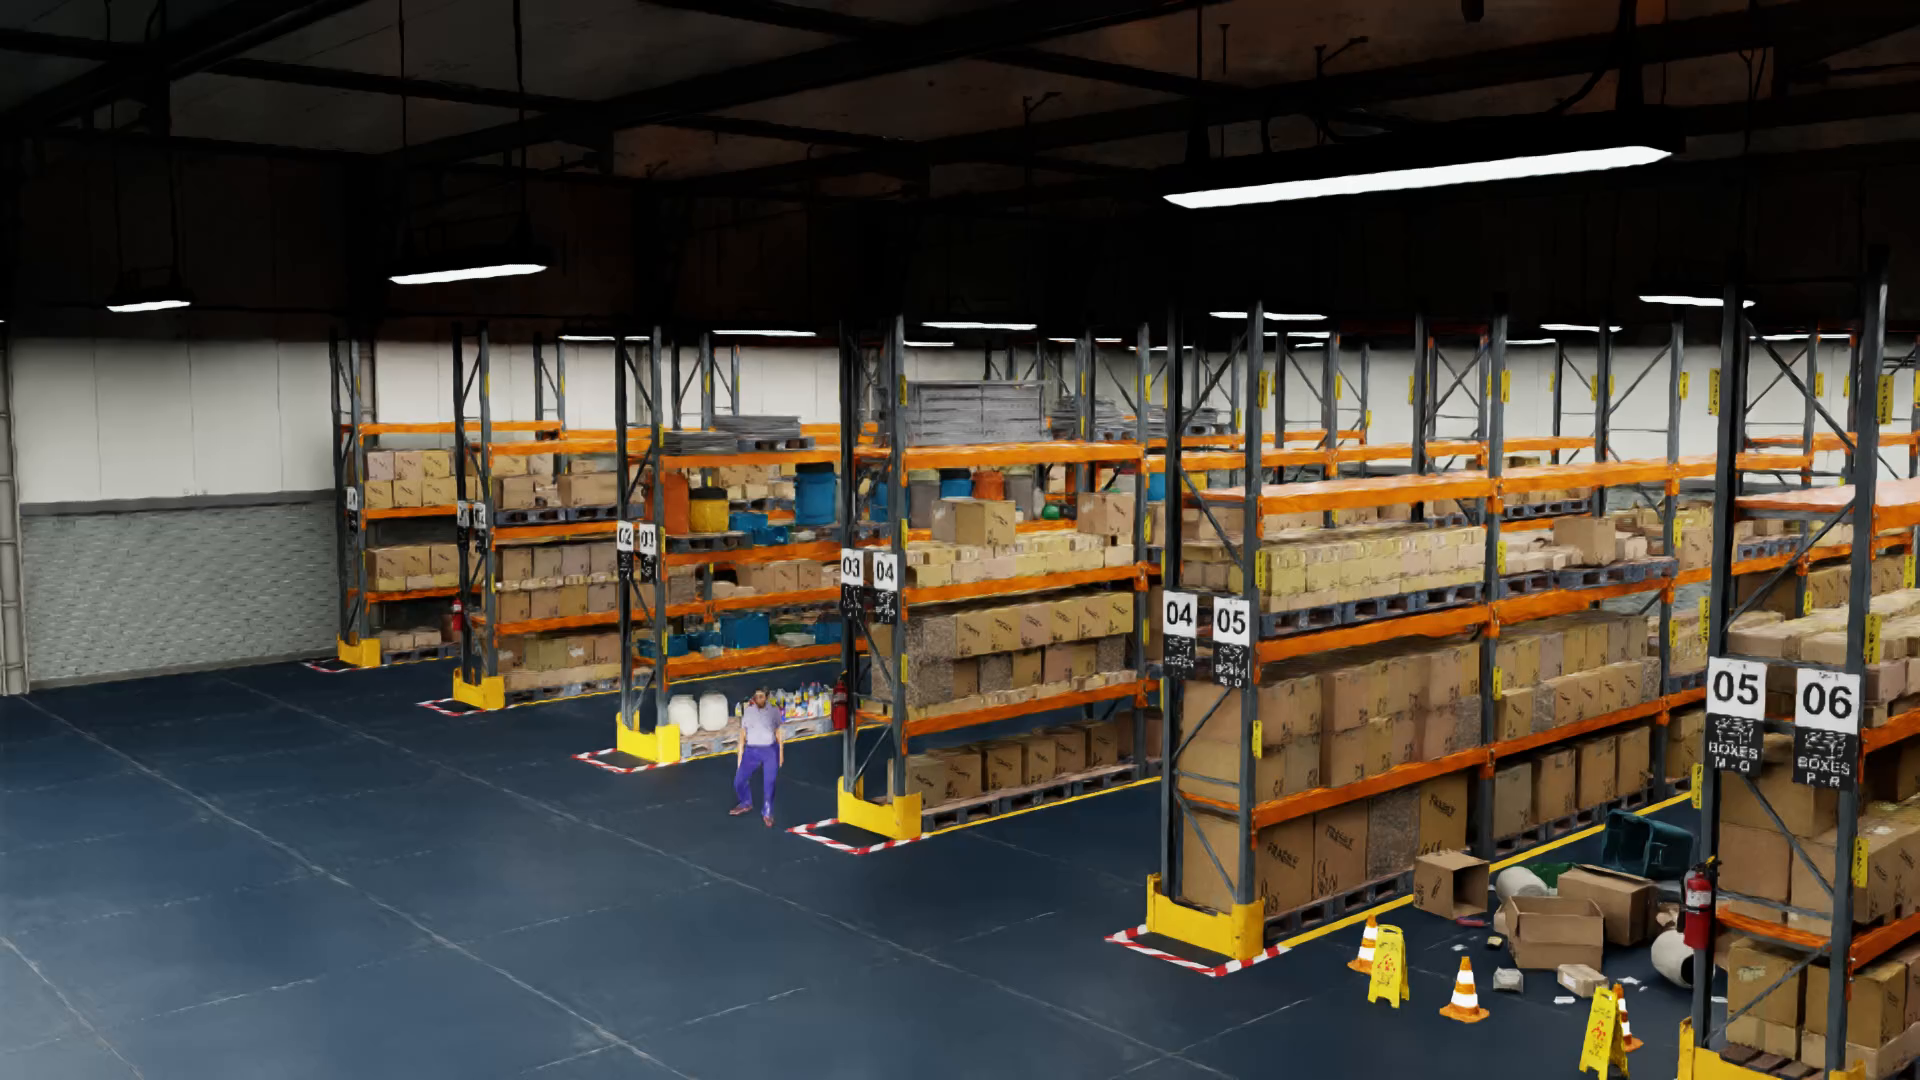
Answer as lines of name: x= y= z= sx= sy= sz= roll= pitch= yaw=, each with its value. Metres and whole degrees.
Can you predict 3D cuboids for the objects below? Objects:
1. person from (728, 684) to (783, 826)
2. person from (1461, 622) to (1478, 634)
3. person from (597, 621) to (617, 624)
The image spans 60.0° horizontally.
person: x=-2.384 y=2.456 z=19.218 sx=0.679 sy=1.641 sz=0.515 roll=1 pitch=6 yaw=6
person: x=7.495 y=1.926 z=24.337 sx=1.126 sy=1.645 sz=0.542 roll=-5 pitch=7 yaw=-40
person: x=-6.402 y=1.344 z=29.964 sx=1.042 sy=1.732 sz=0.579 roll=-5 pitch=8 yaw=-43
